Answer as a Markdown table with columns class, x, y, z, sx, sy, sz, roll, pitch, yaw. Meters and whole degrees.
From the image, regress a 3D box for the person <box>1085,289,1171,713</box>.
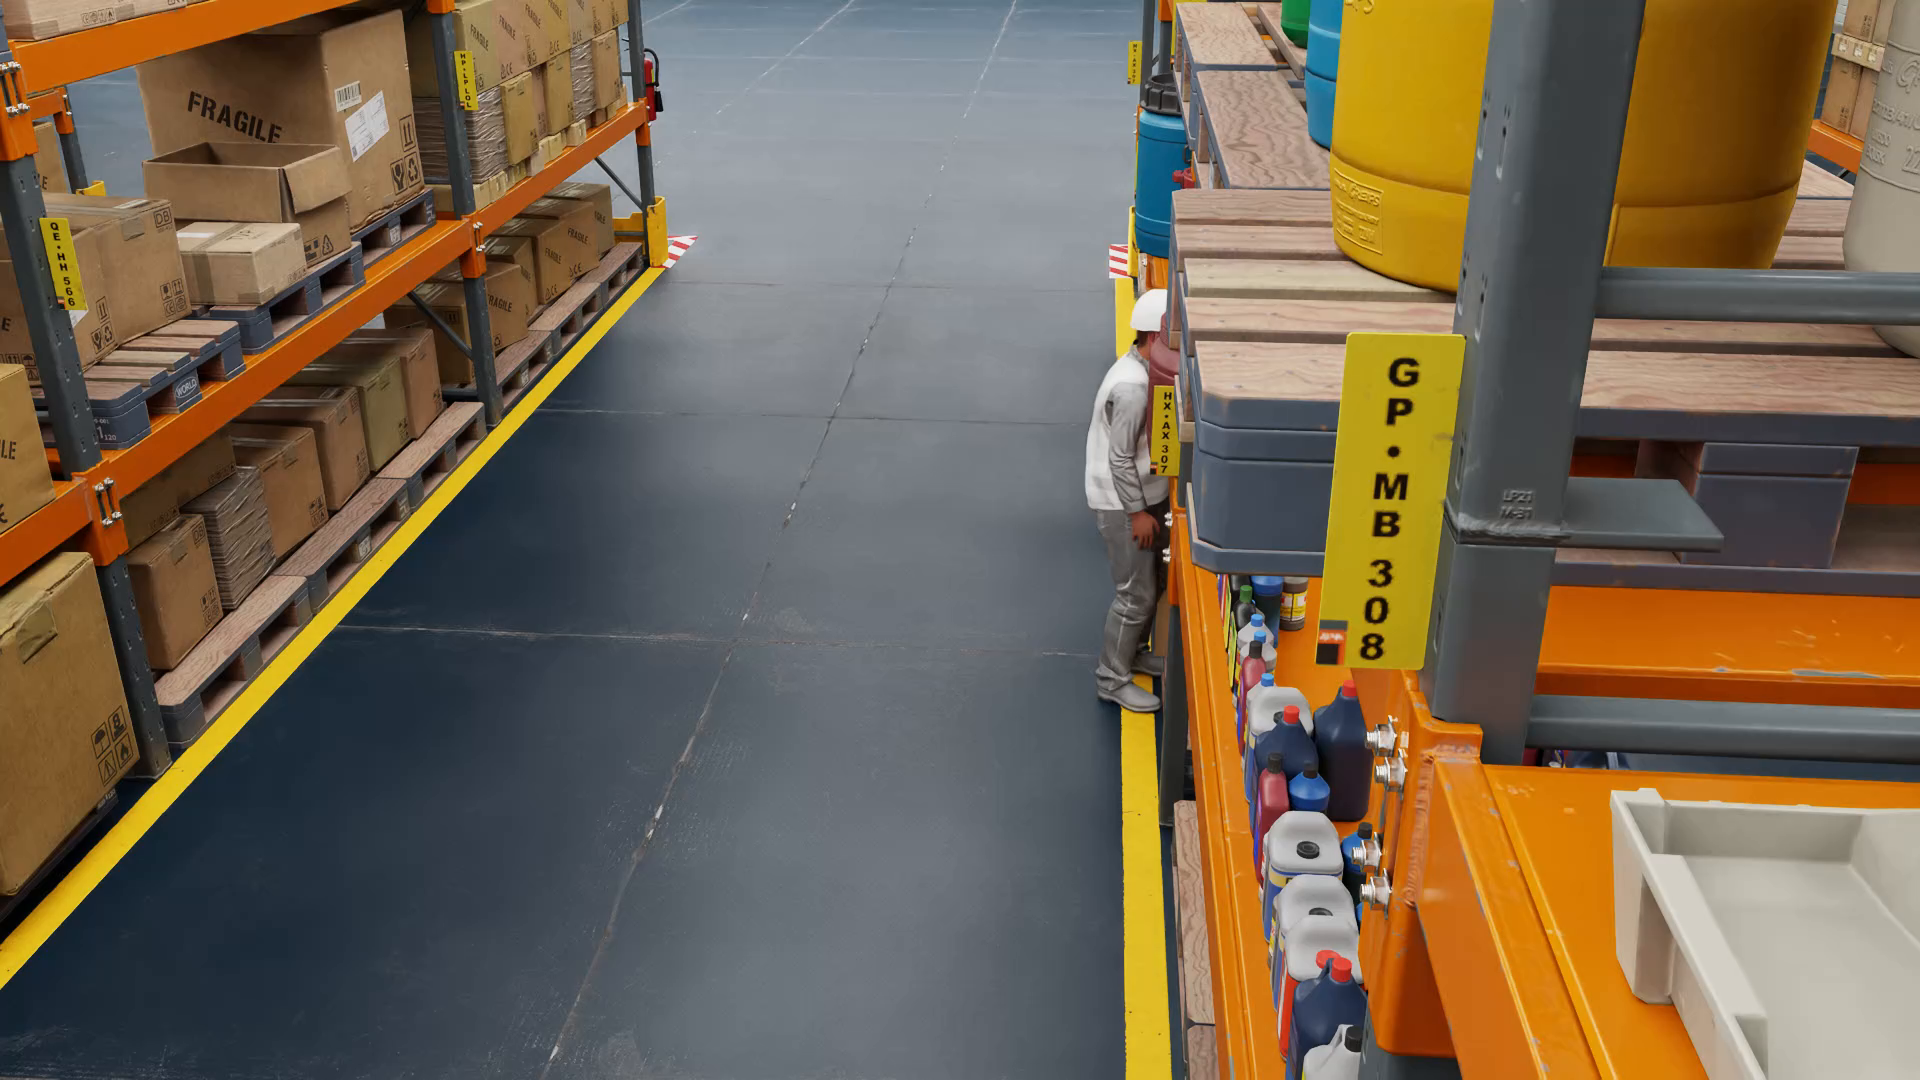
| class | x | y | z | sx | sy | sz | roll | pitch | yaw |
| --- | --- | --- | --- | --- | --- | --- | --- | --- | --- |
| person | 0.751 | -0.186 | 6.981 | 0.447 | 1.773 | 0.566 | 9 | 26 | 18 |
